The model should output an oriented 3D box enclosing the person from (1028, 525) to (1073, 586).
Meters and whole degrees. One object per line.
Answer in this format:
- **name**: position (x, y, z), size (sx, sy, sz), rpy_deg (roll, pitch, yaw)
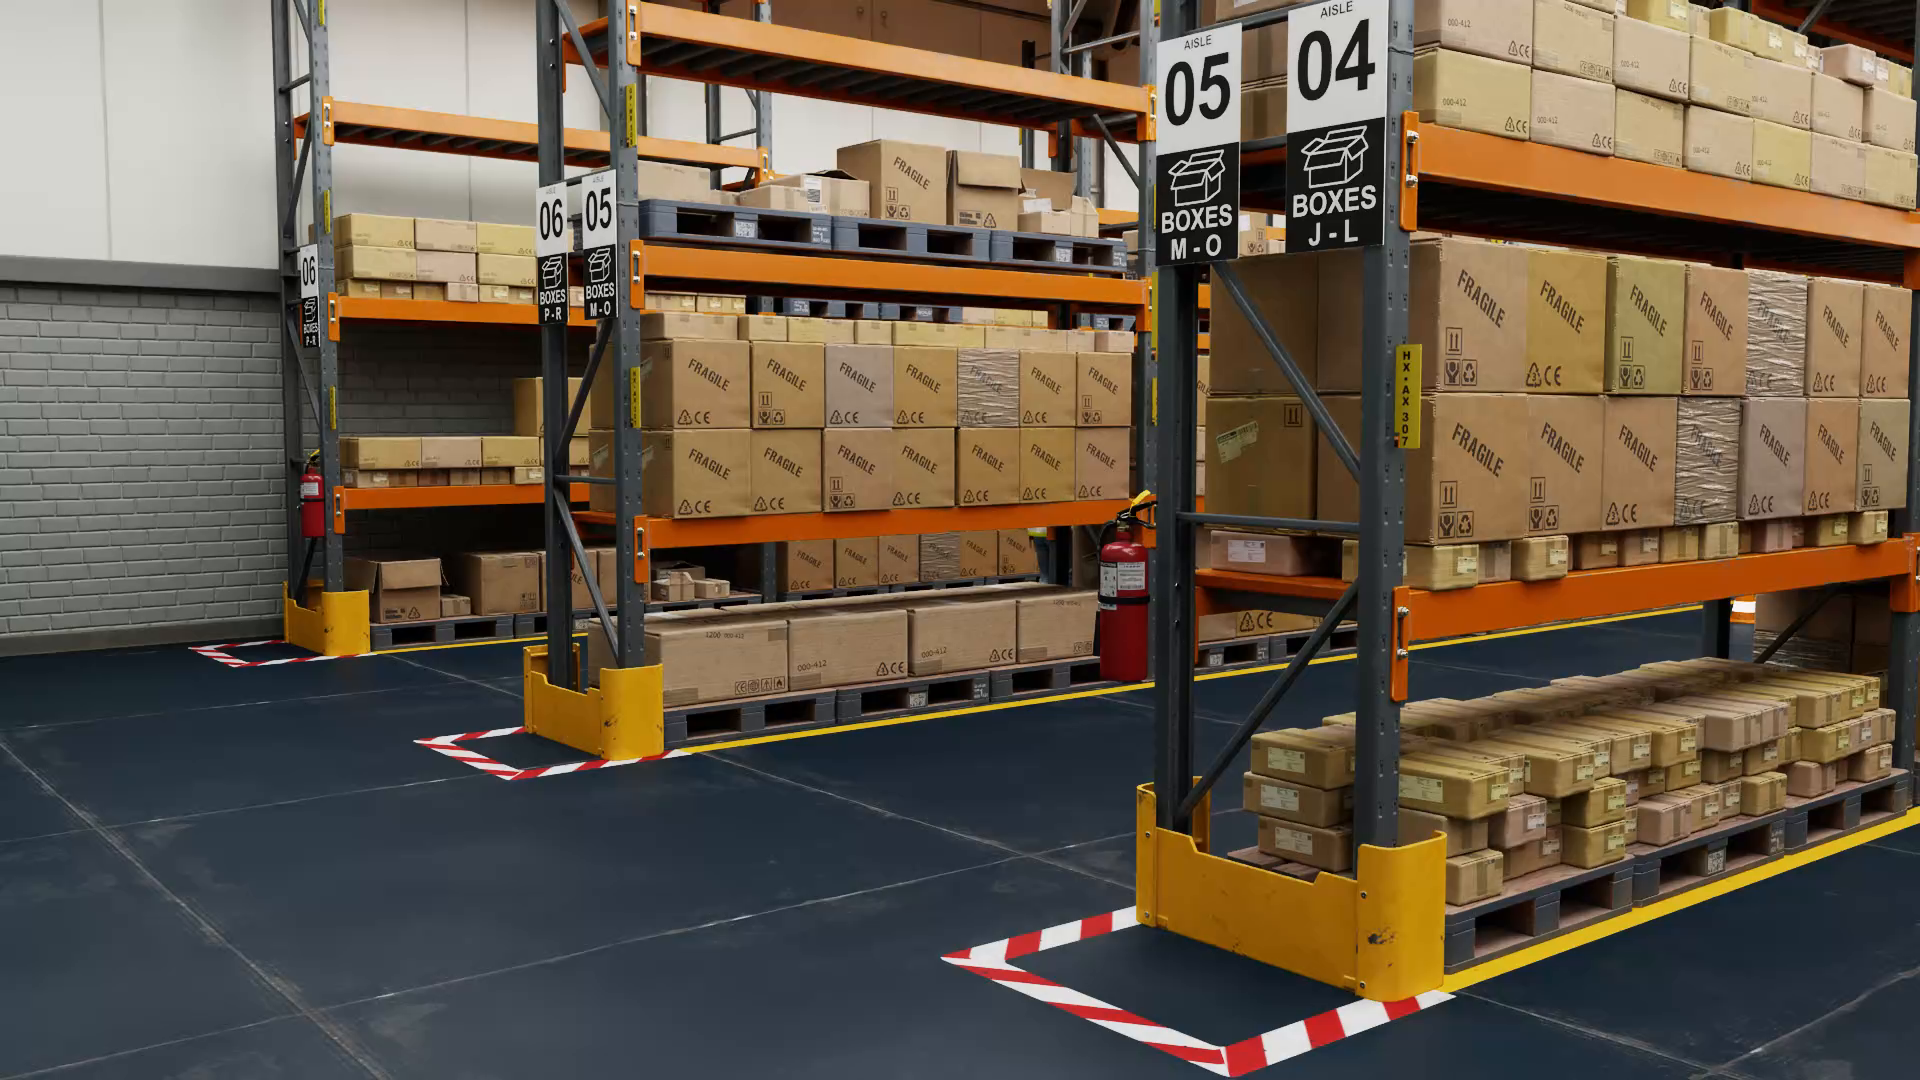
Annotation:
- **person**: position (0.823, -0.064, 14.239), size (0.458, 1.760, 0.635), rpy_deg (-4, 6, -42)
